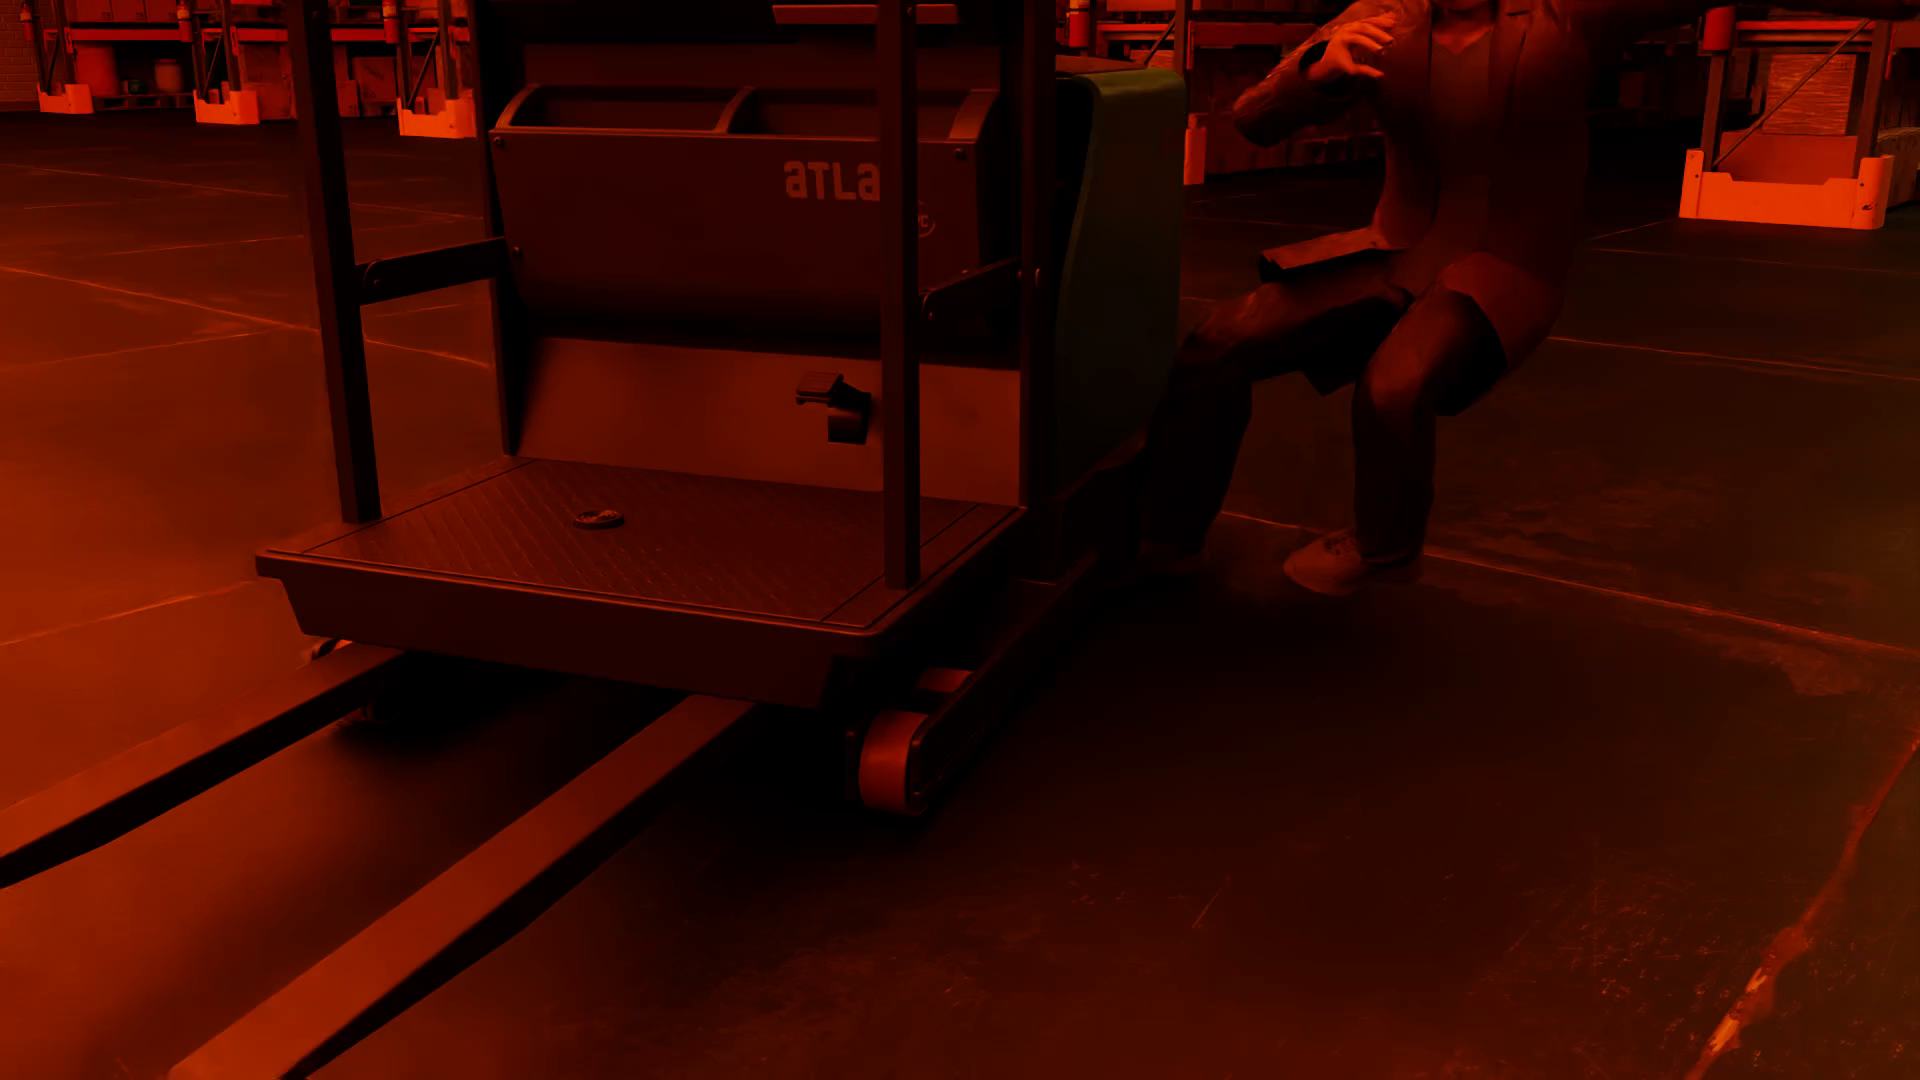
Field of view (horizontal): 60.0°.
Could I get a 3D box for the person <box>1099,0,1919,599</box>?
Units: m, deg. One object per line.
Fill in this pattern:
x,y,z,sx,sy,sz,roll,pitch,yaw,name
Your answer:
0.952,-0.494,3.110,1.643,1.460,0.785,11,20,33,person

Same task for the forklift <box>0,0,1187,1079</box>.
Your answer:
-0.457,-1.113,2.564,1.130,2.935,3.031,6,18,20,forklift
